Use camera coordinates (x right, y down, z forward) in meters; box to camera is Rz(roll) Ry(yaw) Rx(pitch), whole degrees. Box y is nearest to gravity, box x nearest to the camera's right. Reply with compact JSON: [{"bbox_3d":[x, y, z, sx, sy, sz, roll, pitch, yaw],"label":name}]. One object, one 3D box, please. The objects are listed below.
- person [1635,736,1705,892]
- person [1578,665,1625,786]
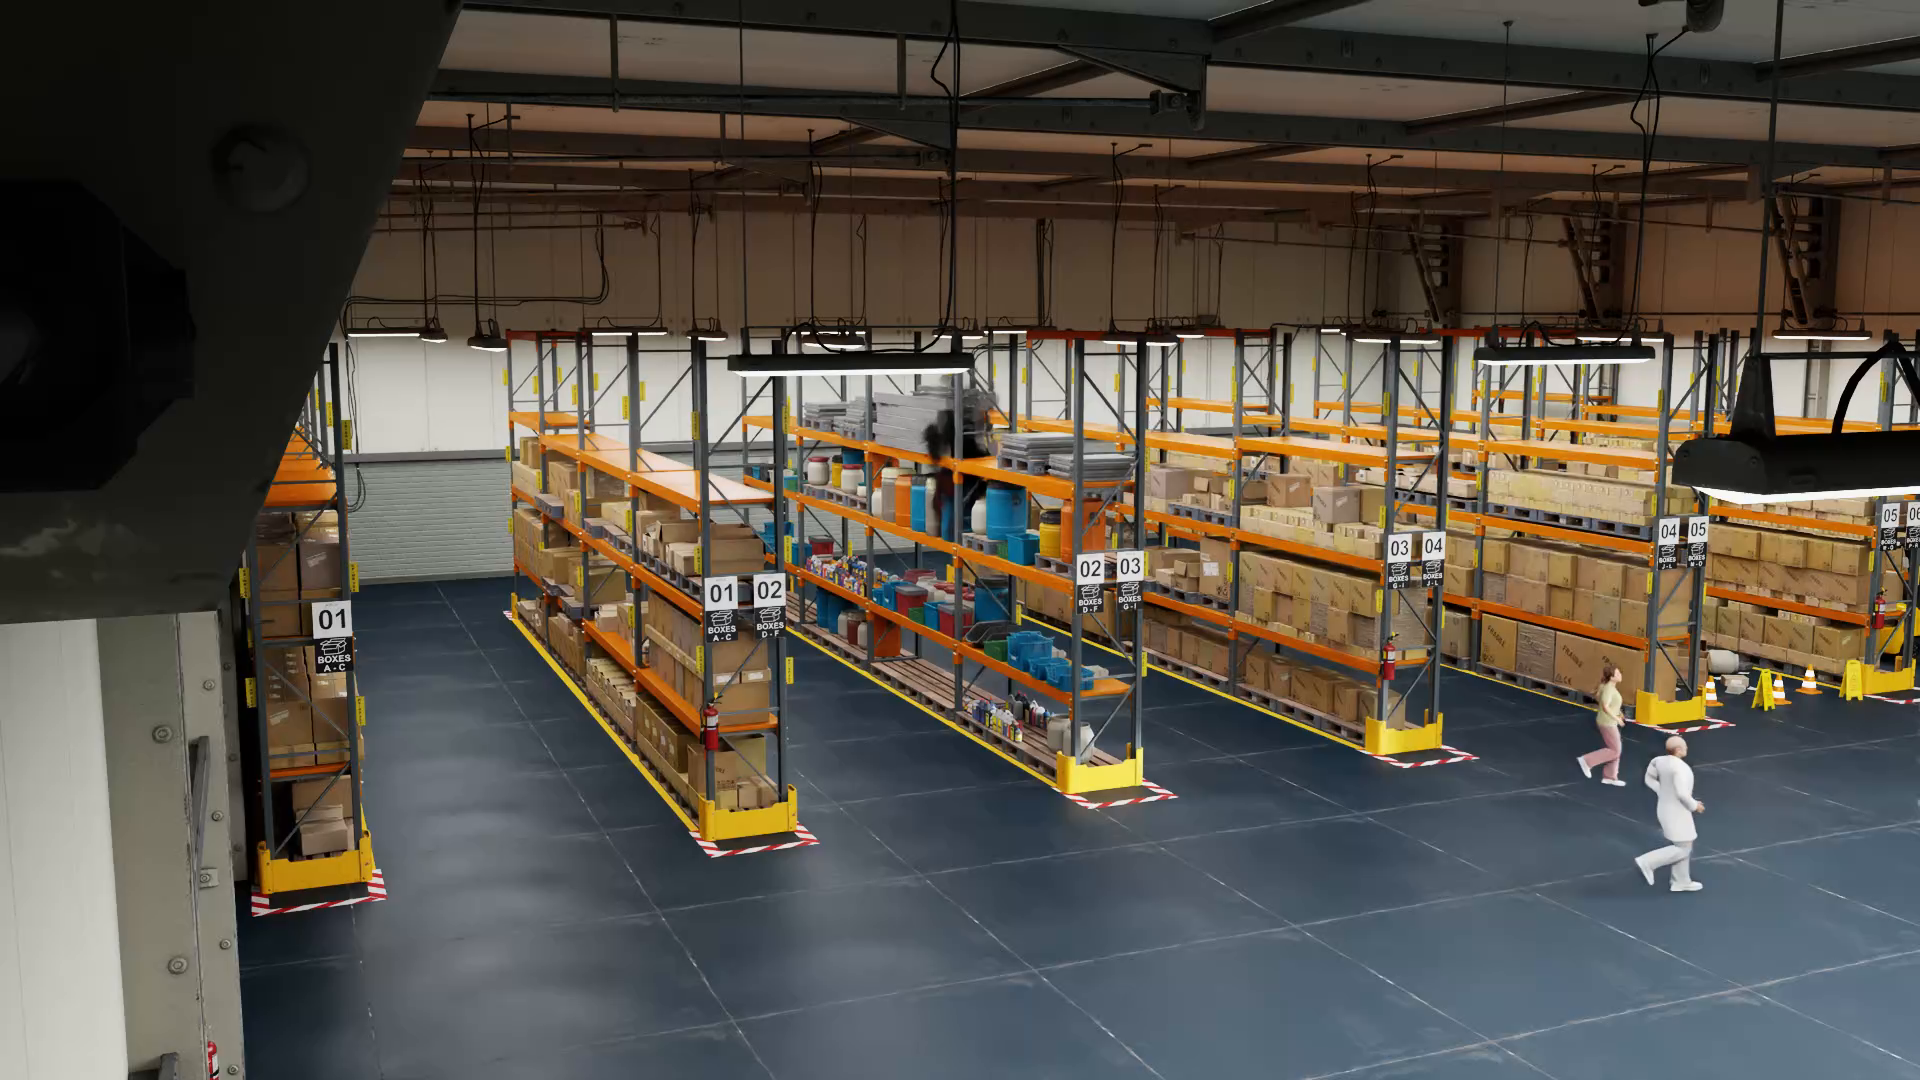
[{"bbox_3d":[7.775,3.002,18.201,0.820,1.743,0.702,-1,8,-6],"label":"person"},{"bbox_3d":[8.675,2.491,22.440,0.647,1.645,0.580,1,8,11],"label":"person"}]
